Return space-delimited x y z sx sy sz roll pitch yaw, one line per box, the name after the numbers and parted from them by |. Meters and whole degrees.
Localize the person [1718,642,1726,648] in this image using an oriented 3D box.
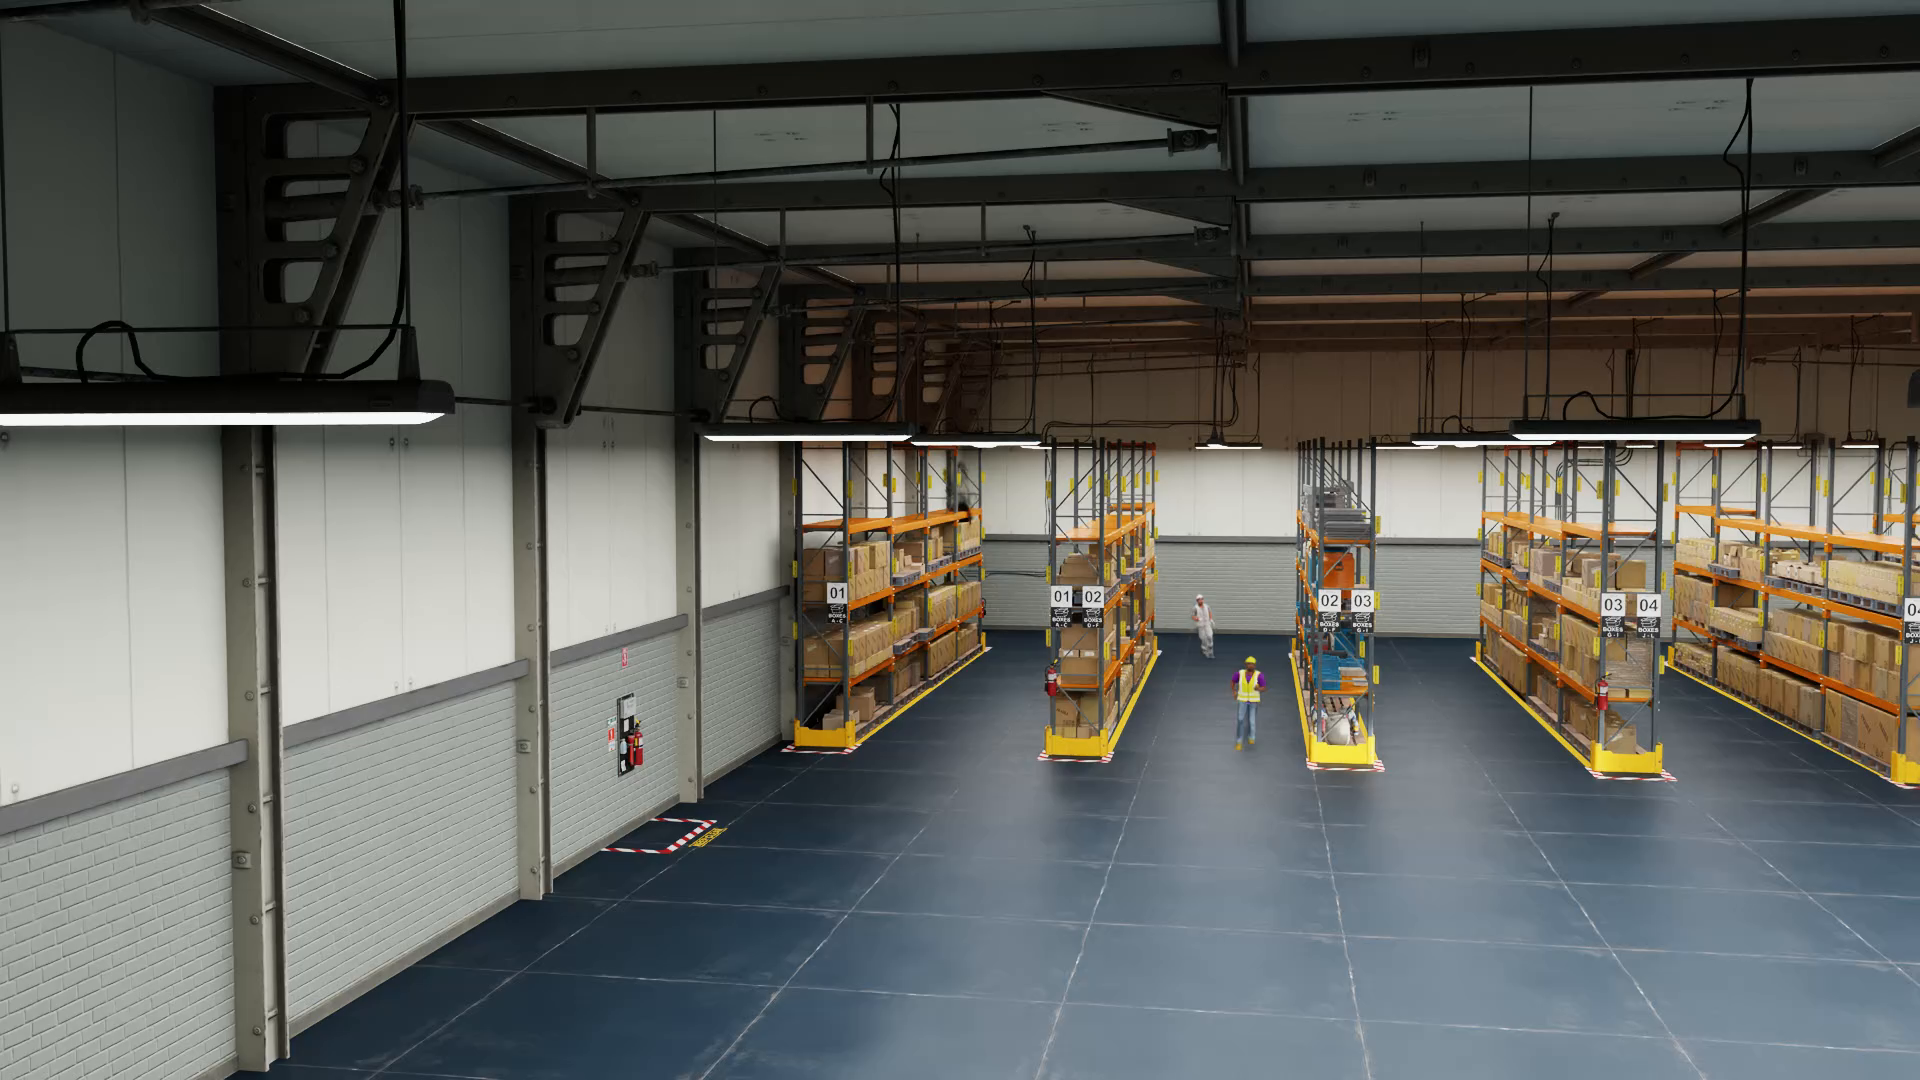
20.705 2.522 45.332 0.726 1.638 0.585 -2 4 -34 | person

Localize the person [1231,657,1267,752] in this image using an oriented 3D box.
5.568 3.151 32.073 0.682 1.820 0.746 1 3 10 | person

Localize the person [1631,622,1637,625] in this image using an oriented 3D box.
17.406 2.611 42.558 0.645 1.777 0.897 1 3 13 | person

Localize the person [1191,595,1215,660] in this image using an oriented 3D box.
6.729 2.397 46.009 0.686 1.759 0.724 0 3 -5 | person
